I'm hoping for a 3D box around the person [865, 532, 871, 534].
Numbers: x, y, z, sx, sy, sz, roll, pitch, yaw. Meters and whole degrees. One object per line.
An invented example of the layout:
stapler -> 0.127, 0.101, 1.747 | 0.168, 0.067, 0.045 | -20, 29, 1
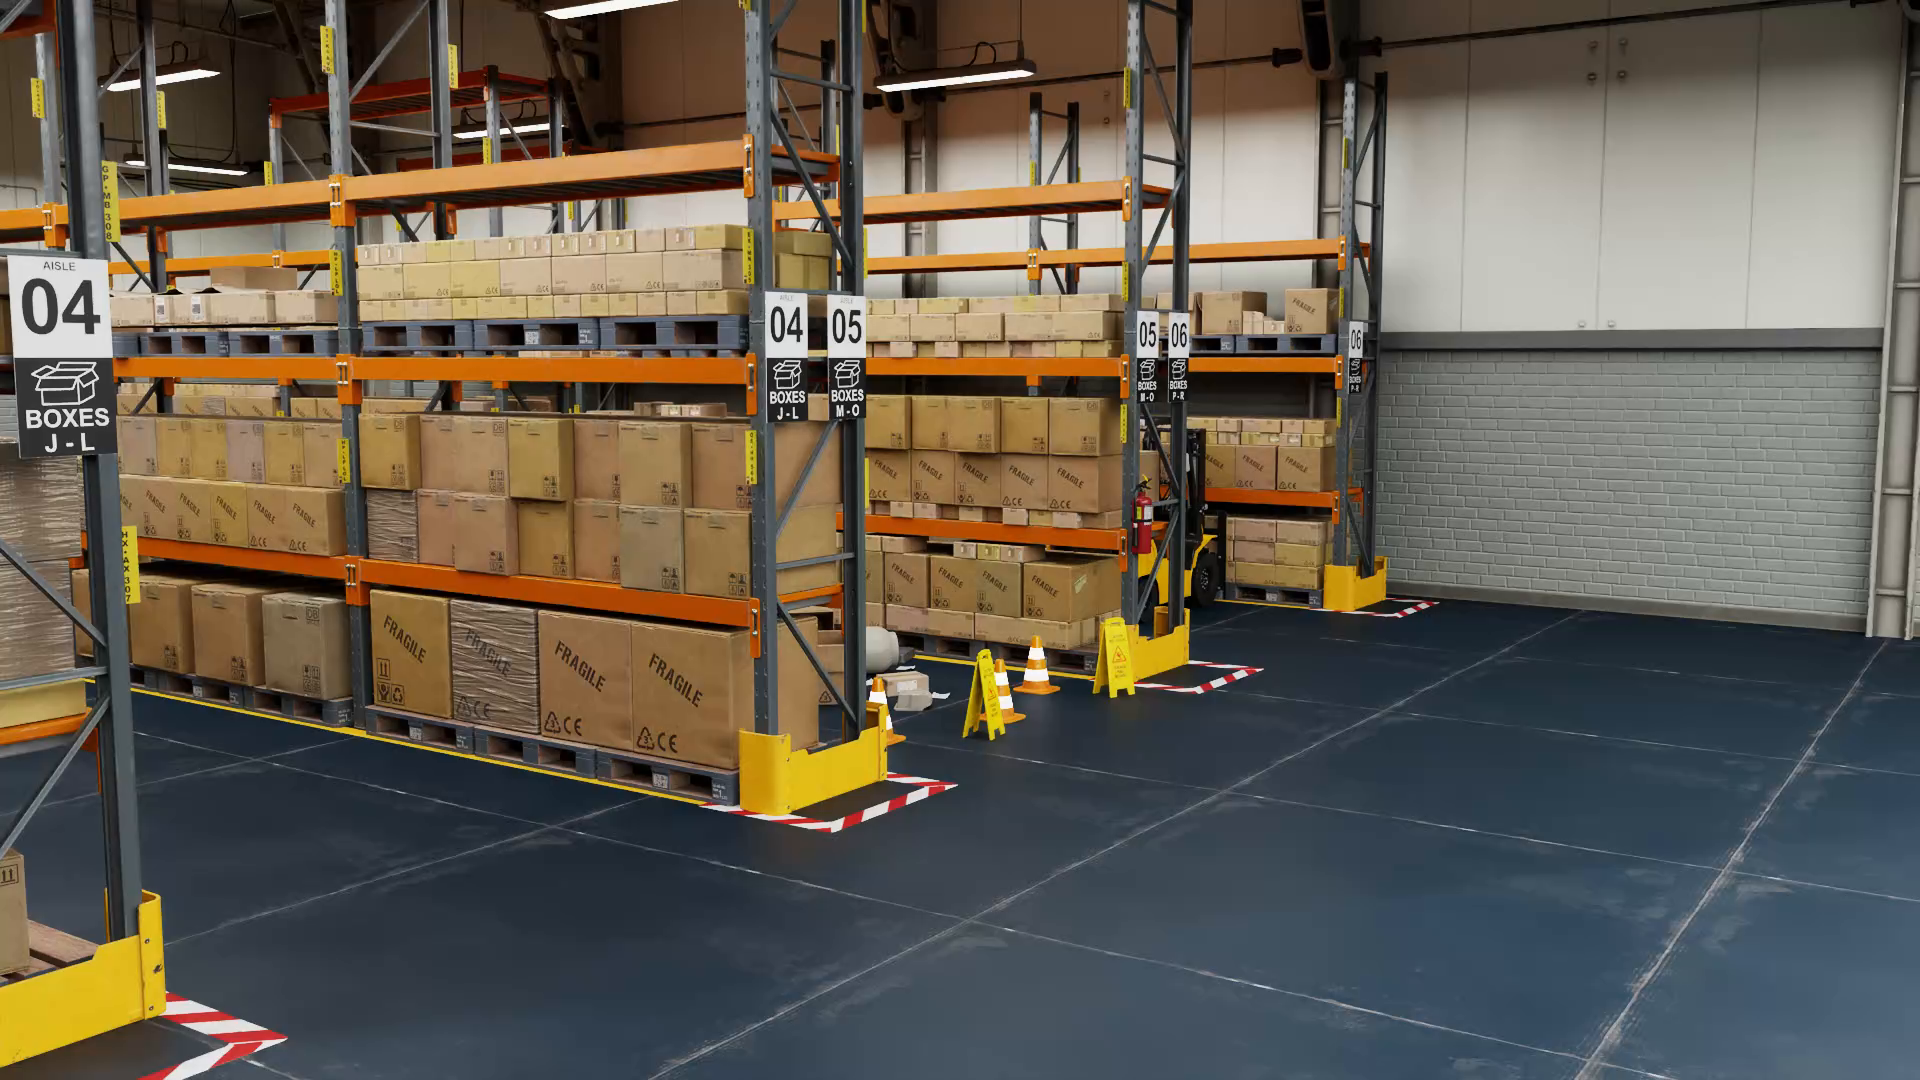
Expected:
person -> -1.329, -0.041, 18.632 | 0.623, 1.631, 0.483 | 4, 7, 31
